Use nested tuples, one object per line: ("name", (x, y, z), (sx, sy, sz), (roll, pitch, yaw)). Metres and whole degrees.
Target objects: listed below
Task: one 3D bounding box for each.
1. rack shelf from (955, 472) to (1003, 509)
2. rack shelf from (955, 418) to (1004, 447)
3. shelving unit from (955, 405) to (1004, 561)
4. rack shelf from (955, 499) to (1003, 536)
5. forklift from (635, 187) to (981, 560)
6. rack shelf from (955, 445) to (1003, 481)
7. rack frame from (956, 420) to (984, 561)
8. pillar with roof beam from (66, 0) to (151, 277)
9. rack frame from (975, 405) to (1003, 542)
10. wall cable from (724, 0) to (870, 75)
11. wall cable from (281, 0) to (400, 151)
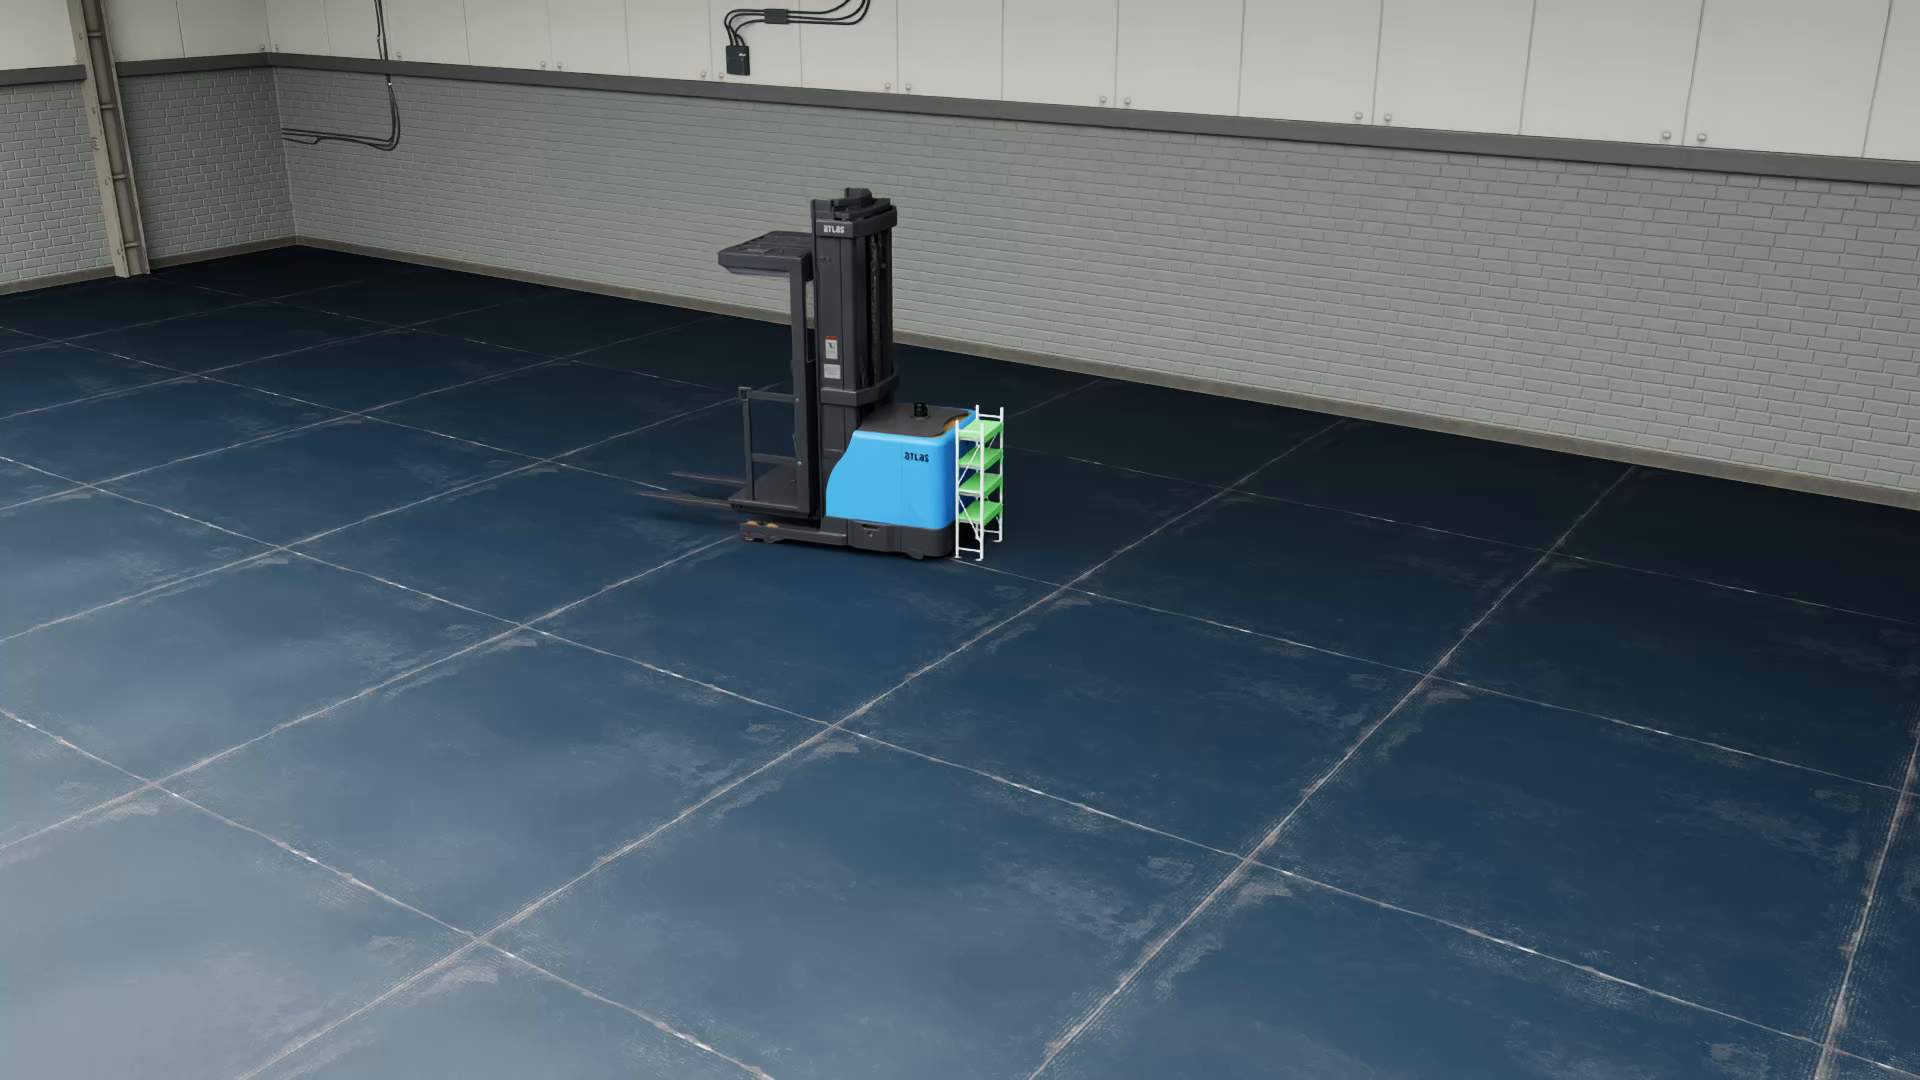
("rack shelf", (0.164, -0.421, 14.006), (0.258, 0.148, 0.480), (7, 22, 19))
("rack shelf", (0.164, -0.871, 13.839), (0.258, 0.148, 0.480), (7, 22, 19))
("shelving unit", (0.164, -0.481, 13.983), (0.258, 1.200, 0.503), (7, 22, 19))
("rack shelf", (0.163, -0.196, 14.089), (0.258, 0.148, 0.480), (7, 22, 19))
("forklift", (-1.379, -1.510, 14.269), (3.031, 2.935, 1.130), (7, 22, 19))
("rack shelf", (0.164, -0.646, 13.922), (0.258, 0.148, 0.480), (7, 22, 19))
("rack frame", (0.079, -0.402, 13.769), (0.240, 1.200, 0.015), (7, 22, 19))
("pillar with roof beam", (-9.062, -7.436, 21.545), (9.100, 9.000, 0.400), (13, 24, 32))
("rack frame", (0.248, -0.561, 14.198), (0.240, 1.200, 0.015), (7, 22, 19))
("wall cable", (-2.031, -8.602, 19.796), (2.305, 6.003, 0.169), (13, 24, 32))
("wall cable", (-9.873, -7.407, 25.942), (3.097, 2.526, 0.112), (13, 24, 32))
